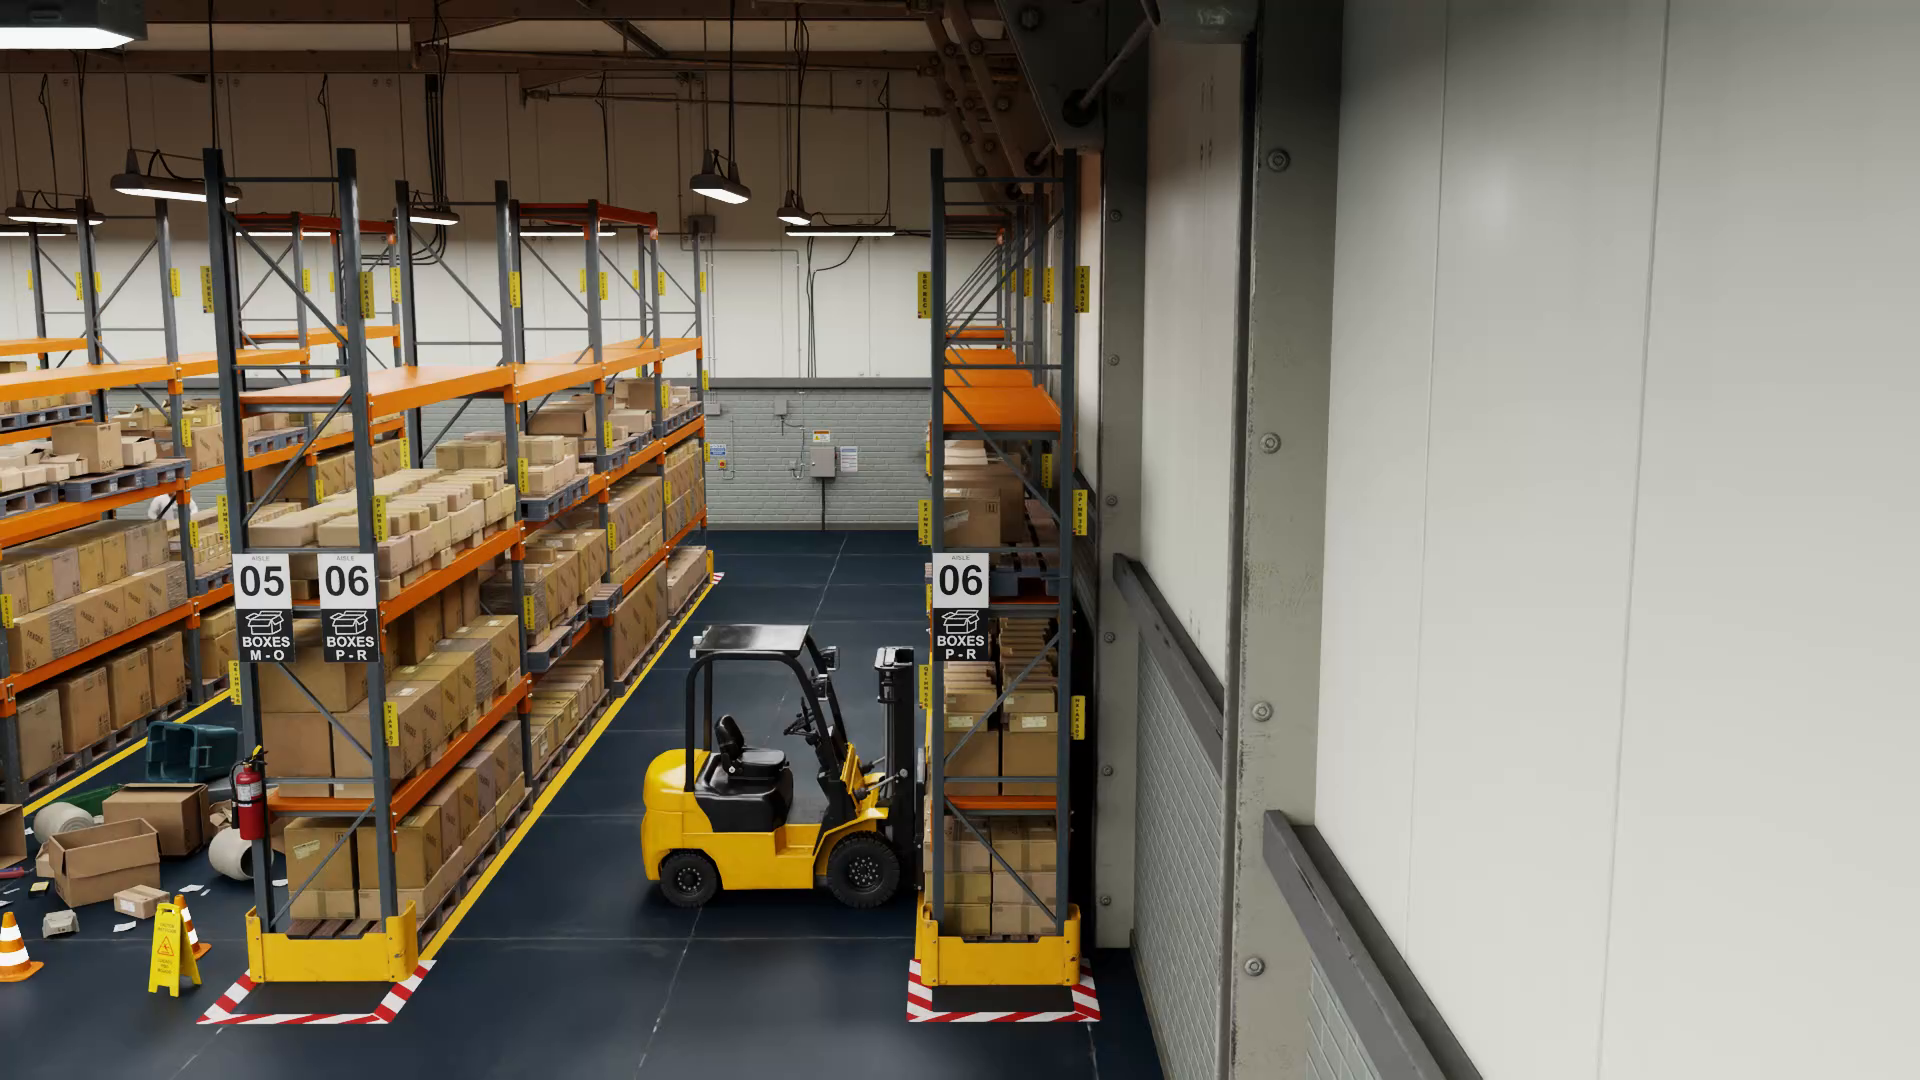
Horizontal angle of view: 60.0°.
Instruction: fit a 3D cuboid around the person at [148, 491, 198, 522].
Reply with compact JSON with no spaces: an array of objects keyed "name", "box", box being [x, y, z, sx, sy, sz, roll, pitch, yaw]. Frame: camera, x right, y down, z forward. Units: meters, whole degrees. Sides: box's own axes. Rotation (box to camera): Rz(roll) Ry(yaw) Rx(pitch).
[{"name":"person","box":[-13.238,-0.164,28.075,0.772,1.723,0.568,-7,11,-37]}]
